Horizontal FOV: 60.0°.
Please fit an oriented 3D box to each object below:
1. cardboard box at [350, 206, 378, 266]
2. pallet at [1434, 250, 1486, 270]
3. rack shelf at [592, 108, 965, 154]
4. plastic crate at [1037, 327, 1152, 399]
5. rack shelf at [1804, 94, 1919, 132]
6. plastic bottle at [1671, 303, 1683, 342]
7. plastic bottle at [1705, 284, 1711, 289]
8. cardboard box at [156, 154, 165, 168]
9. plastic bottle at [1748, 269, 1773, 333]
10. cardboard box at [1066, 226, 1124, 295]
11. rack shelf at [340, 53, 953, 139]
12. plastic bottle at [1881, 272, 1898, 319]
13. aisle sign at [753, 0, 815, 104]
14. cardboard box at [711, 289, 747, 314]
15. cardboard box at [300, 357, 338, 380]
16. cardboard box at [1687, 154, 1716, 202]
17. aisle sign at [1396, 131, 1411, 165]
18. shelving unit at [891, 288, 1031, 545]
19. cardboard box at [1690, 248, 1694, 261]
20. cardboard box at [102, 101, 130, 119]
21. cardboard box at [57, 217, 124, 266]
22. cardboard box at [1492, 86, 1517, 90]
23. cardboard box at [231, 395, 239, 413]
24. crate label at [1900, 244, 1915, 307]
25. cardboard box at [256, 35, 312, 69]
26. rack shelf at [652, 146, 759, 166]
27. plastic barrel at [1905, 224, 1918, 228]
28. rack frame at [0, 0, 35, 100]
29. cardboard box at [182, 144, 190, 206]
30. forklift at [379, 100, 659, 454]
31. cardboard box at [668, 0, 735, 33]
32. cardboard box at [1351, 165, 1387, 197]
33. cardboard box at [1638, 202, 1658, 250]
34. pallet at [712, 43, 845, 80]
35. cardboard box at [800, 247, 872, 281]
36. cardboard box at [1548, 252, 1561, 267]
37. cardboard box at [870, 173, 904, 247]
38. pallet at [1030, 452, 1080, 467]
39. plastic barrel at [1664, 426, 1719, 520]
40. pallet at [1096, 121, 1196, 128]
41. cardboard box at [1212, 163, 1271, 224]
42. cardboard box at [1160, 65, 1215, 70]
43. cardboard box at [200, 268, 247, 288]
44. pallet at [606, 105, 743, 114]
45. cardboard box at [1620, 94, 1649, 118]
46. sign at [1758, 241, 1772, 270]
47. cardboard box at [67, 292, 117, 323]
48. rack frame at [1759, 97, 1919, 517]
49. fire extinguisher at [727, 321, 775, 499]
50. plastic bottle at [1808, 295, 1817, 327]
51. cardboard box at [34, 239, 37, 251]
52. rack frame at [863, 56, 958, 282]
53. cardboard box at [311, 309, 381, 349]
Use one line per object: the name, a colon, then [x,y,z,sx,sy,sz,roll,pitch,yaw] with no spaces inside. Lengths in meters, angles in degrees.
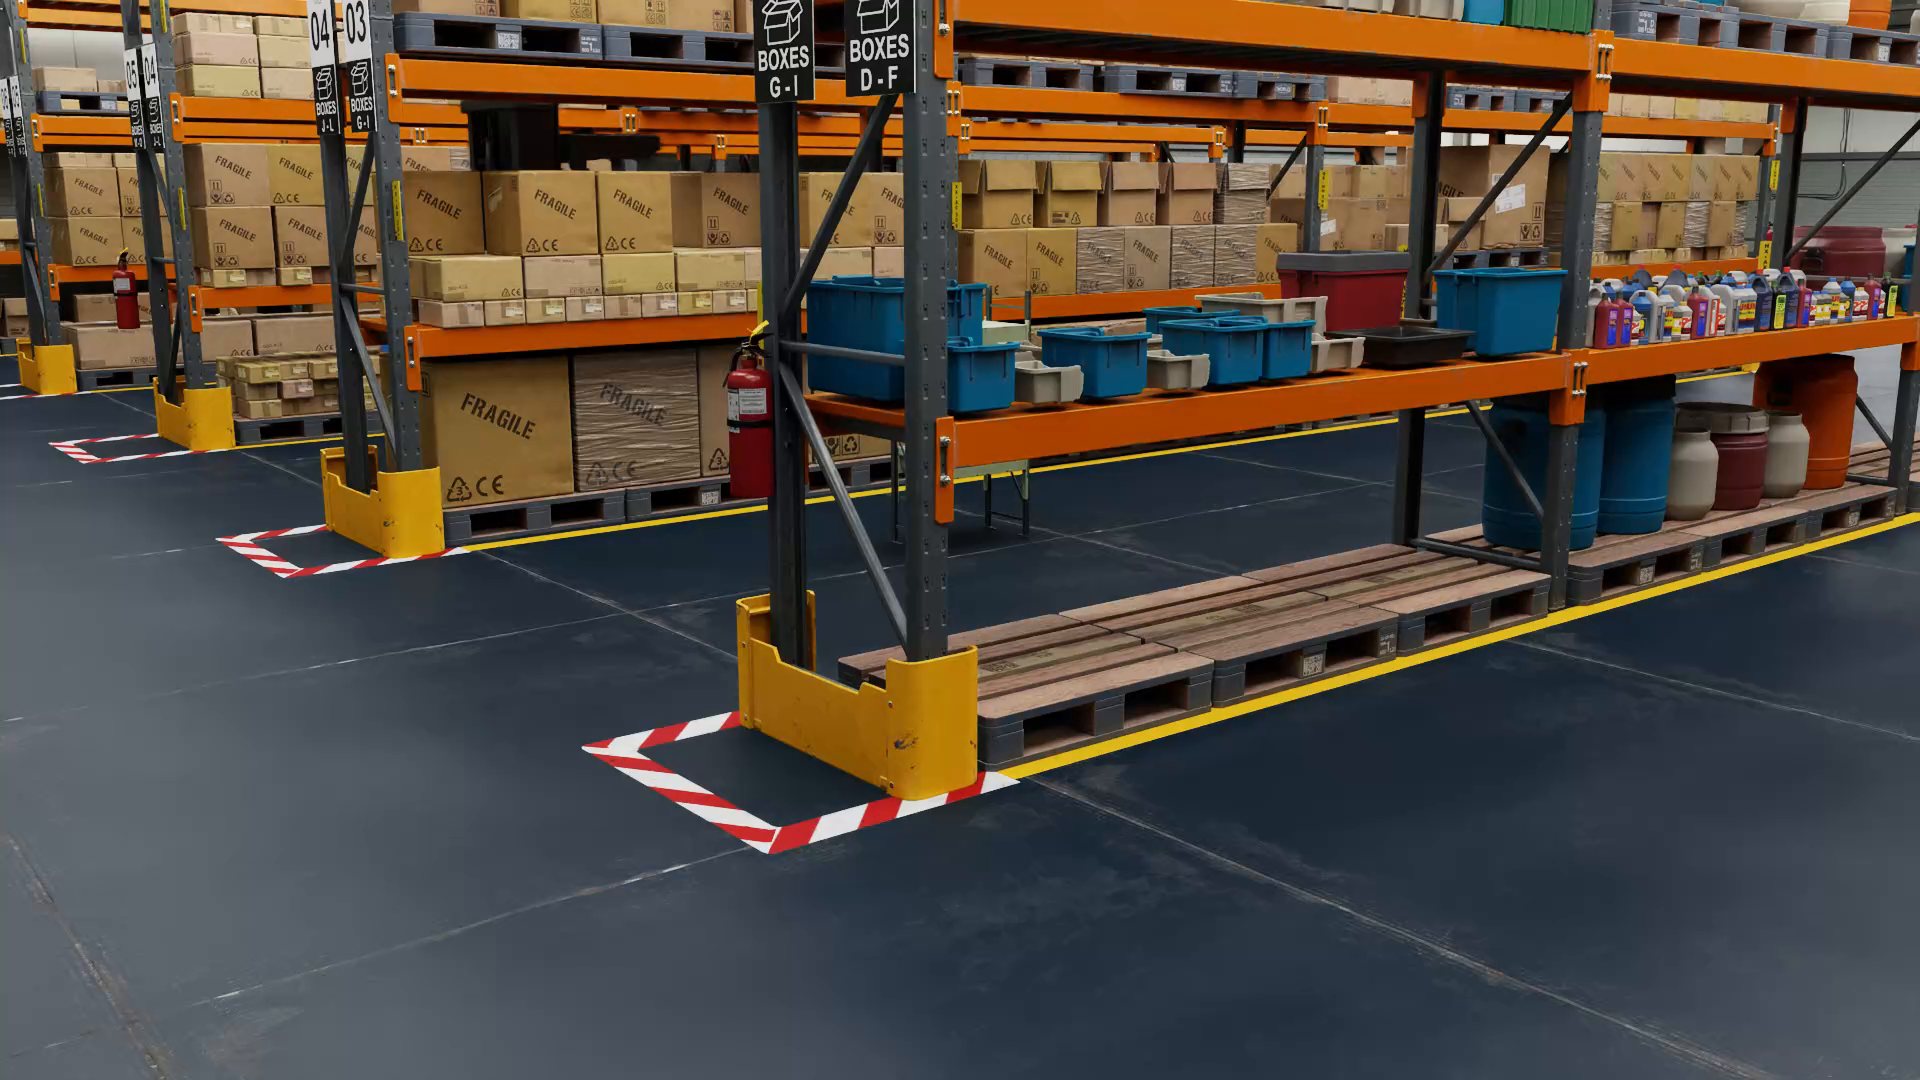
cardboard box: [-5.198,-2.634,14.353,0.500,0.500,0.500,-9,15,-37]
pallet: [4.273,-2.681,15.994,1.213,0.211,1.003,-9,15,-38]
rack shelf: [-1.829,-4.185,17.125,4.000,0.370,1.077,-9,15,-38]
plastic crate: [0.512,-0.681,6.374,0.300,0.233,0.416,-9,15,-38]
rack shelf: [7.408,-3.083,11.935,4.000,0.370,1.077,-9,15,-38]
plastic bottle: [3.792,-1.161,8.851,0.097,0.201,0.097,0,12,0]
plastic bottle: [4.734,-1.519,10.539,0.097,0.201,0.097,0,12,0]
cardboard box: [-8.606,-4.035,17.698,0.250,0.149,0.380,-10,16,-39]
plastic bottle: [4.506,-1.359,9.424,0.185,0.351,0.144,-9,15,-38]
cardboard box: [0.928,-2.190,12.982,0.500,0.500,0.500,-10,15,-39]
rack shelf: [-1.933,-2.848,10.830,4.000,0.370,1.077,-9,15,-38]
plastic bottle: [5.797,-1.529,10.389,0.133,0.283,0.061,-9,15,-38]
aisle sign: [-0.639,-1.980,5.971,0.004,0.787,0.394,-9,15,-38]
cardboard box: [-1.607,-1.577,10.938,0.250,0.149,0.380,-9,15,-37]
cardboard box: [-5.476,-1.473,14.263,0.250,0.149,0.380,-9,15,-38]
cardboard box: [7.945,-3.991,18.338,0.500,0.500,0.500,-9,15,-38]
aisle sign: [6.223,-5.599,23.016,0.004,0.787,0.394,-9,15,-38]
shelving unit: [0.005,-0.735,9.977,0.755,1.500,0.431,-9,15,-38]
cardboard box: [7.940,-3.191,18.540,0.250,0.149,0.380,-9,15,-38]
cardboard box: [-11.091,-5.642,21.902,0.500,0.250,0.500,-10,15,-39]
cardboard box: [-9.131,-3.145,17.478,0.500,0.500,0.500,-10,15,-38]
cardboard box: [5.204,-4.499,16.185,0.258,0.266,0.396,-9,15,-36]
cardboard box: [-6.233,-1.204,14.428,0.250,0.149,0.380,-9,15,-37]
crate label: [6.791,-1.810,11.347,0.616,0.435,0.502,-9,15,-38]
cardboard box: [-5.602,-4.012,13.736,0.500,0.250,0.500,-10,15,-38]
rack shelf: [-4.980,-6.298,27.077,4.000,0.370,1.077,-9,15,-38]
plastic barrel: [7.175,-2.053,12.250,0.433,0.535,0.433,0,12,0]
rack frame: [-9.685,-6.015,16.791,0.127,3.000,1.000,-9,15,-38]
cardboard box: [-6.312,-3.074,14.019,0.500,0.500,0.500,-10,15,-39]
forklift: [-3.029,-2.163,13.261,3.031,2.935,1.130,-10,16,-39]
cardboard box: [-1.864,-3.538,10.853,0.500,0.500,0.700,-9,15,-35]
cardboard box: [5.294,-4.840,22.741,0.550,0.550,0.875,-9,15,-38]
cardboard box: [7.006,-3.413,18.025,0.500,0.500,0.875,-9,15,-38]
pallet: [-1.016,-3.312,11.495,1.213,0.211,1.003,-9,15,-38]
cardboard box: [-0.954,-1.897,11.485,0.500,0.250,0.500,-9,15,-36]
cardboard box: [6.232,-2.886,17.105,0.250,0.149,0.380,-9,15,-38]
cardboard box: [-0.563,-2.328,11.711,0.500,0.500,0.500,-9,15,-36]
pallet: [0.185,-0.740,13.108,1.213,0.211,1.003,-9,15,-38]
plastic barrel: [4.208,-0.396,9.749,0.421,0.512,0.421,0,12,0]
pallet: [2.171,-5.095,20.138,1.217,0.209,0.805,-10,16,-40]
cardboard box: [2.171,-2.959,14.184,0.637,0.503,0.797,-9,15,-36]
cardboard box: [1.702,-4.016,13.345,0.500,0.500,0.500,-8,15,-35]
cardboard box: [-6.056,-2.157,13.669,0.250,0.149,0.380,-10,15,-38]
pallet: [-2.842,-4.248,16.143,1.003,0.211,1.213,-9,15,-38]
cardboard box: [6.797,-4.510,17.288,0.500,0.250,0.500,-10,15,-38]
sign: [5.498,-1.876,11.349,0.005,0.325,0.100,-9,15,-38]
cardboard box: [-11.560,-3.036,22.213,0.500,0.500,0.700,-9,15,-35]
rack frame: [5.847,-1.708,10.950,0.127,3.000,1.000,-9,15,-38]
fire extinguisher: [-0.802,-0.504,6.363,0.183,0.674,0.296,-9,15,-38]
plastic bottle: [4.984,-1.359,9.784,0.097,0.201,0.097,0,12,0]
cardboard box: [-12.008,-3.841,21.599,0.250,0.149,0.380,-10,15,-38]
rack frame: [-0.371,-1.992,12.289,0.127,3.000,1.000,-9,15,-38]
cardboard box: [-7.119,-2.488,19.779,0.875,0.438,0.875,-10,15,-38]
